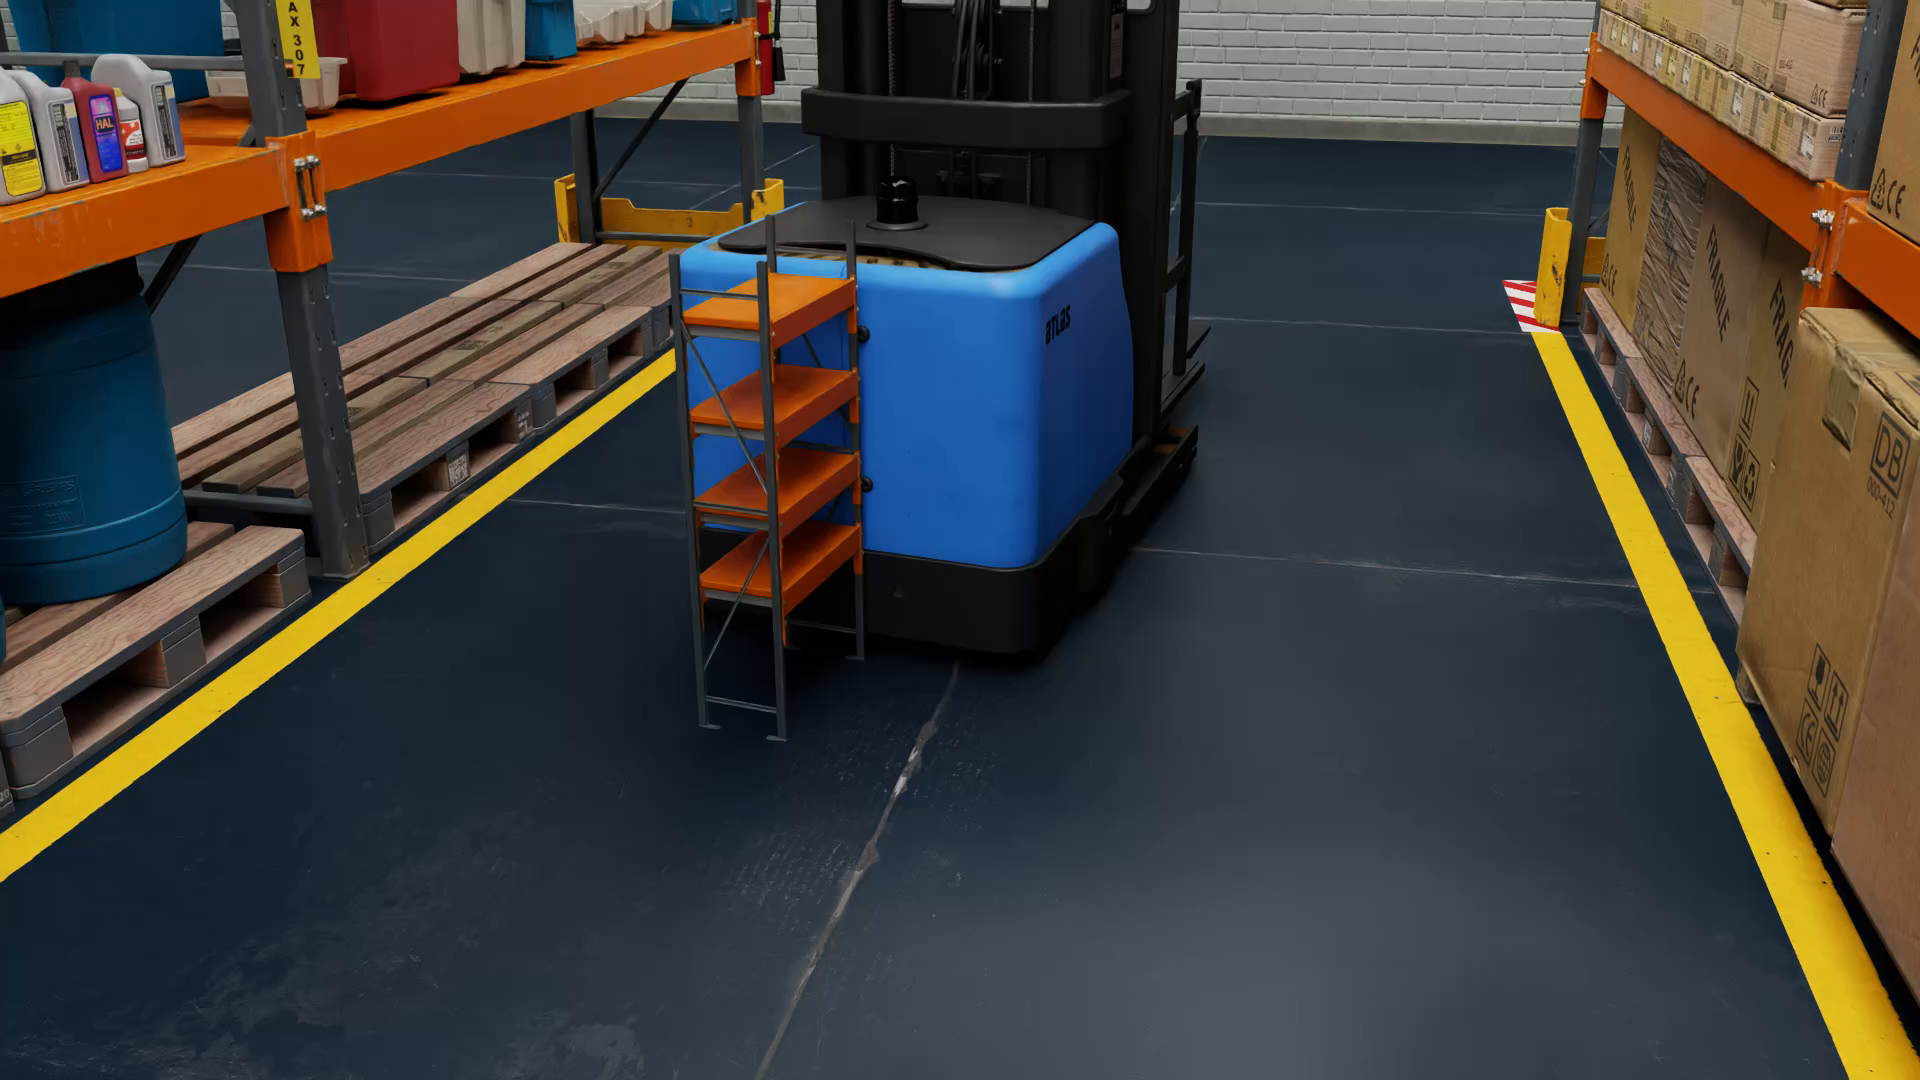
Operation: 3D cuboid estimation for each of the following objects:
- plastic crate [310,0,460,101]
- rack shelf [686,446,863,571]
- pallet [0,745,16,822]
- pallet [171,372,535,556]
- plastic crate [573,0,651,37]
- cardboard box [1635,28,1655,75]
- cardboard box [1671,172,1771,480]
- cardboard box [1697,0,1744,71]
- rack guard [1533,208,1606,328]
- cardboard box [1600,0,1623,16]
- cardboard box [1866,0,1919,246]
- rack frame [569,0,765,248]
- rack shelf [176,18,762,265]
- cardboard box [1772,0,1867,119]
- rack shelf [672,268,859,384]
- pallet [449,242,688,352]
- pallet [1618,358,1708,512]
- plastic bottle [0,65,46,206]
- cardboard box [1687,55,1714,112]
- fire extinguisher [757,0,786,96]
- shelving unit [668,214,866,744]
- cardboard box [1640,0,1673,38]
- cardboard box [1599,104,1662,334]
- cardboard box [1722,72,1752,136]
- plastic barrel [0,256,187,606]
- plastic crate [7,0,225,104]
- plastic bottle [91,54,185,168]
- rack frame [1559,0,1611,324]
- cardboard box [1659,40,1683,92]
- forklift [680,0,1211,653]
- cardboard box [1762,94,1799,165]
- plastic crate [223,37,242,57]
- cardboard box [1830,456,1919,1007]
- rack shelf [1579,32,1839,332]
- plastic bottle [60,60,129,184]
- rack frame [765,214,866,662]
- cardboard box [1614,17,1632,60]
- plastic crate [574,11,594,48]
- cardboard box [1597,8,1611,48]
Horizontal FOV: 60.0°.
[{"bbox_3d":[-1.897,-1.688,5.363,0.402,0.464,0.583,4,22,11],"label":"plastic crate"},{"bbox_3d":[-0.456,-0.095,4.164,0.258,0.148,0.480,8,23,19],"label":"rack shelf"},{"bbox_3d":[-2.769,0.697,3.340,1.003,0.211,1.213,4,22,11],"label":"pallet"},{"bbox_3d":[-2.212,-0.301,5.819,1.003,0.211,1.213,4,22,11],"label":"pallet"},{"bbox_3d":[-1.570,-2.274,7.258,0.396,0.136,0.243,4,22,11],"label":"plastic crate"},{"bbox_3d":[2.737,-1.811,6.171,0.380,0.149,0.250,4,22,10],"label":"cardboard box"},{"bbox_3d":[2.921,-0.719,5.406,0.875,0.875,0.875,4,22,11],"label":"cardboard box"},{"bbox_3d":[2.565,-1.571,5.043,0.500,0.250,0.500,5,22,12],"label":"cardboard box"},{"bbox_3d":[3.346,-1.257,7.807,1.175,0.500,0.348,4,22,11],"label":"rack guard"},{"bbox_3d":[2.978,-2.322,6.906,0.500,0.250,0.500,4,22,9],"label":"cardboard box"},{"bbox_3d":[2.186,-0.843,3.297,0.500,0.500,0.500,5,22,11],"label":"cardboard box"},{"bbox_3d":[-1.508,-2.786,8.255,1.000,3.000,0.127,4,22,11],"label":"rack frame"},{"bbox_3d":[-1.916,-1.721,6.574,1.077,0.370,4.000,4,22,11],"label":"rack shelf"},{"bbox_3d":[2.358,-1.195,4.109,0.500,0.250,0.500,4,22,10],"label":"cardboard box"},{"bbox_3d":[-0.456,-0.522,3.992,0.258,0.148,0.480,8,23,19],"label":"rack shelf"},{"bbox_3d":[-1.714,-1.194,8.035,1.003,0.211,1.213,4,22,11],"label":"pallet"},{"bbox_3d":[3.003,-0.371,5.993,1.003,0.211,1.213,4,22,11],"label":"pallet"},{"bbox_3d":[-2.191,-0.939,3.736,0.144,0.351,0.185,4,22,11],"label":"plastic bottle"},{"bbox_3d":[2.528,-1.435,5.238,0.380,0.149,0.250,4,22,10],"label":"cardboard box"},{"bbox_3d":[-1.032,-2.597,8.390,0.296,0.674,0.183,4,22,11],"label":"fire extinguisher"},{"bbox_3d":[-0.456,-0.158,4.139,0.258,1.200,0.503,8,23,19],"label":"shelving unit"},{"bbox_3d":[2.773,-1.948,5.977,0.500,0.250,0.500,4,22,9],"label":"cardboard box"},{"bbox_3d":[3.288,-1.377,7.040,0.875,0.875,0.875,4,22,11],"label":"cardboard box"},{"bbox_3d":[2.423,-1.247,4.772,0.380,0.149,0.250,5,22,12],"label":"cardboard box"},{"bbox_3d":[-2.452,-0.347,4.446,0.600,0.901,0.708,4,22,11],"label":"plastic barrel"},{"bbox_3d":[-2.563,-1.540,5.103,0.392,0.384,0.575,4,22,11],"label":"plastic crate"},{"bbox_3d":[-2.088,-1.097,4.227,0.152,0.276,0.135,4,22,11],"label":"plastic bottle"},{"bbox_3d":[3.341,-2.408,7.318,1.000,3.000,0.127,4,22,11],"label":"rack frame"},{"bbox_3d":[2.633,-1.624,5.708,0.380,0.149,0.250,4,22,10],"label":"cardboard box"},{"bbox_3d":[0.215,-1.578,5.349,1.130,2.935,3.031,8,23,19],"label":"forklift"},{"bbox_3d":[2.318,-1.060,4.306,0.380,0.149,0.250,5,22,12],"label":"cardboard box"},{"bbox_3d":[-2.359,-1.653,5.731,0.437,0.125,0.590,4,22,11],"label":"plastic crate"},{"bbox_3d":[2.232,0.408,2.608,1.225,0.875,0.875,4,22,9],"label":"cardboard box"},{"bbox_3d":[2.933,-1.343,5.636,1.077,0.370,4.000,4,22,11],"label":"rack shelf"},{"bbox_3d":[-2.091,-1.012,4.007,0.061,0.283,0.133,4,22,11],"label":"plastic bottle"},{"bbox_3d":[-0.373,-0.243,4.351,0.240,1.200,0.015,8,23,19],"label":"rack frame"},{"bbox_3d":[2.842,-1.999,6.639,0.380,0.149,0.250,4,22,10],"label":"cardboard box"},{"bbox_3d":[-1.646,-2.061,6.728,0.298,0.136,0.250,4,22,11],"label":"plastic crate"},{"bbox_3d":[2.945,-2.187,7.105,0.380,0.149,0.250,5,22,12],"label":"cardboard box"}]
